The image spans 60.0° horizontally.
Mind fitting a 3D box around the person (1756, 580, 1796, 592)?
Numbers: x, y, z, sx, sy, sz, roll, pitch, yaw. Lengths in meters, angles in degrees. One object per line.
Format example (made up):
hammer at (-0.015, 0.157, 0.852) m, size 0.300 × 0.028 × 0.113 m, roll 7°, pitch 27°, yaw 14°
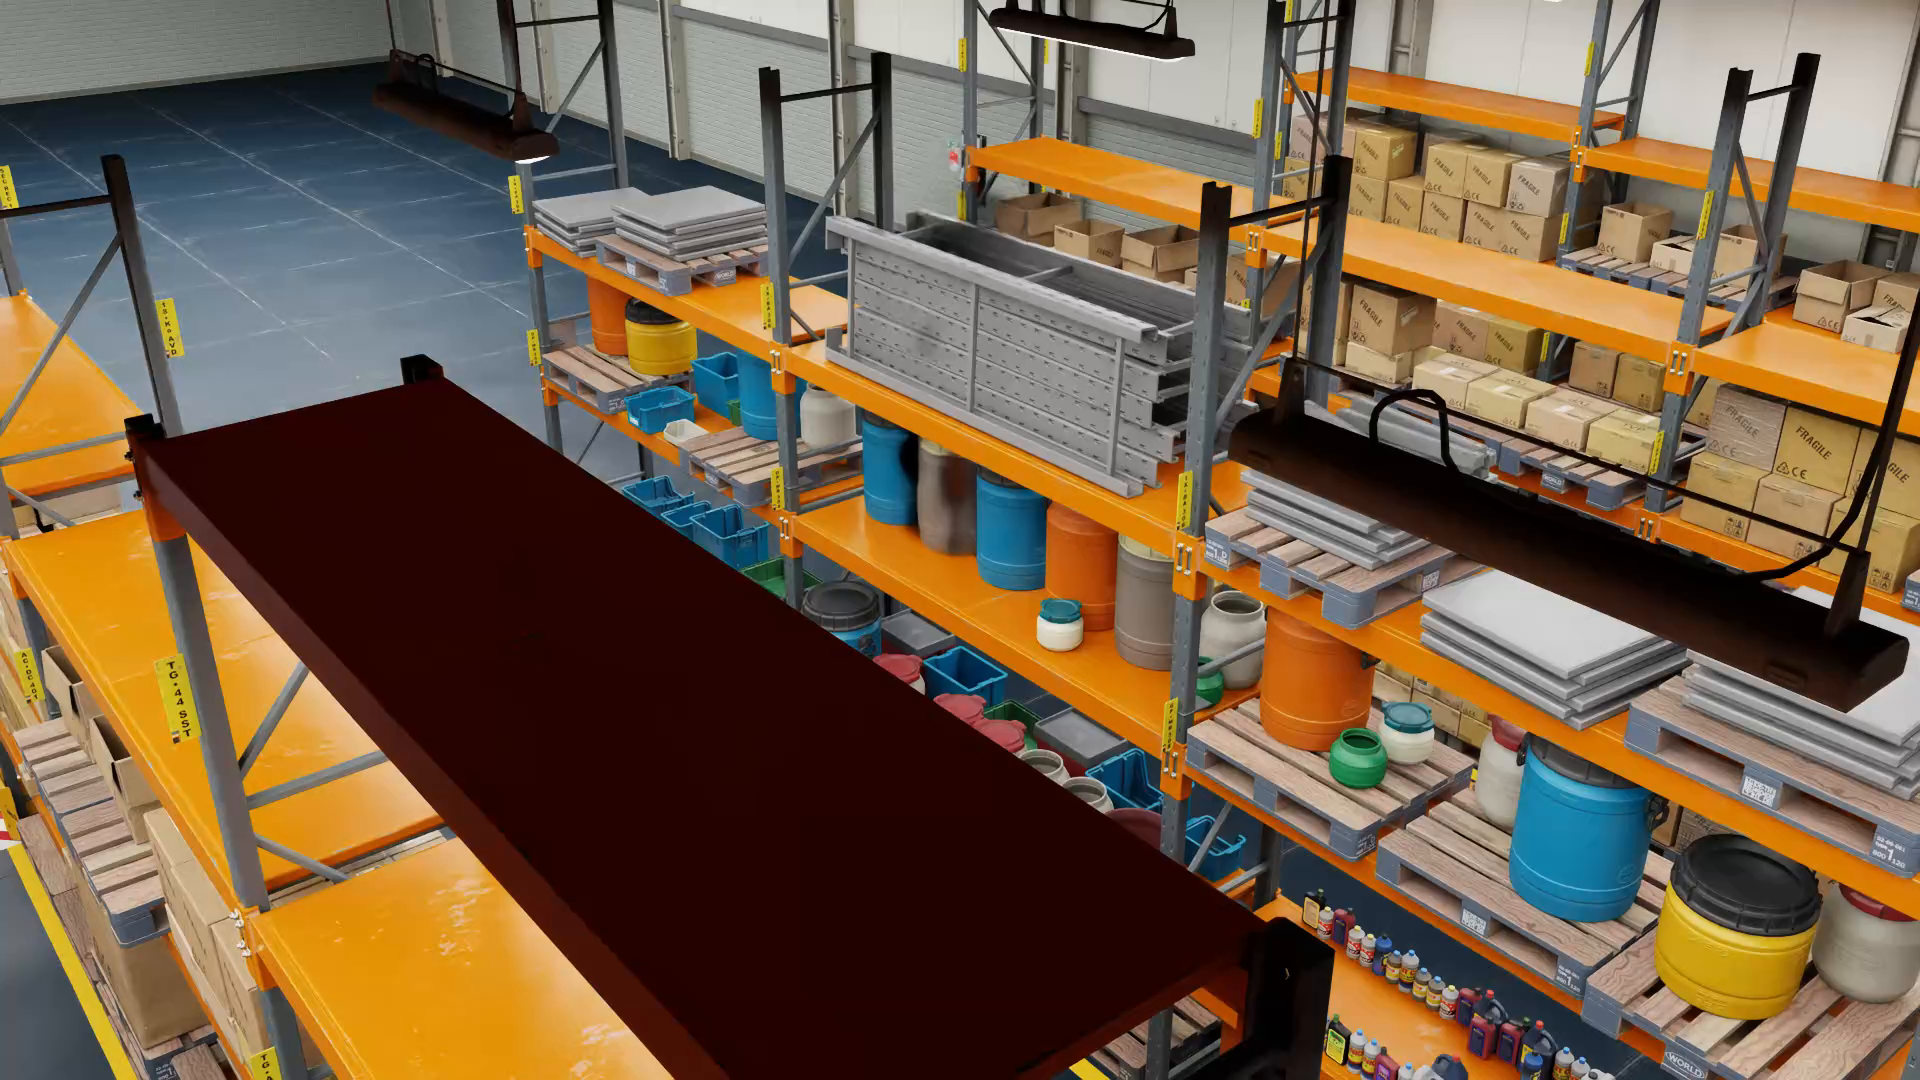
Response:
person at (7.144, 0.745, 14.889) m, size 0.662 × 1.592 × 0.506 m, roll 17°, pitch 31°, yaw 31°
